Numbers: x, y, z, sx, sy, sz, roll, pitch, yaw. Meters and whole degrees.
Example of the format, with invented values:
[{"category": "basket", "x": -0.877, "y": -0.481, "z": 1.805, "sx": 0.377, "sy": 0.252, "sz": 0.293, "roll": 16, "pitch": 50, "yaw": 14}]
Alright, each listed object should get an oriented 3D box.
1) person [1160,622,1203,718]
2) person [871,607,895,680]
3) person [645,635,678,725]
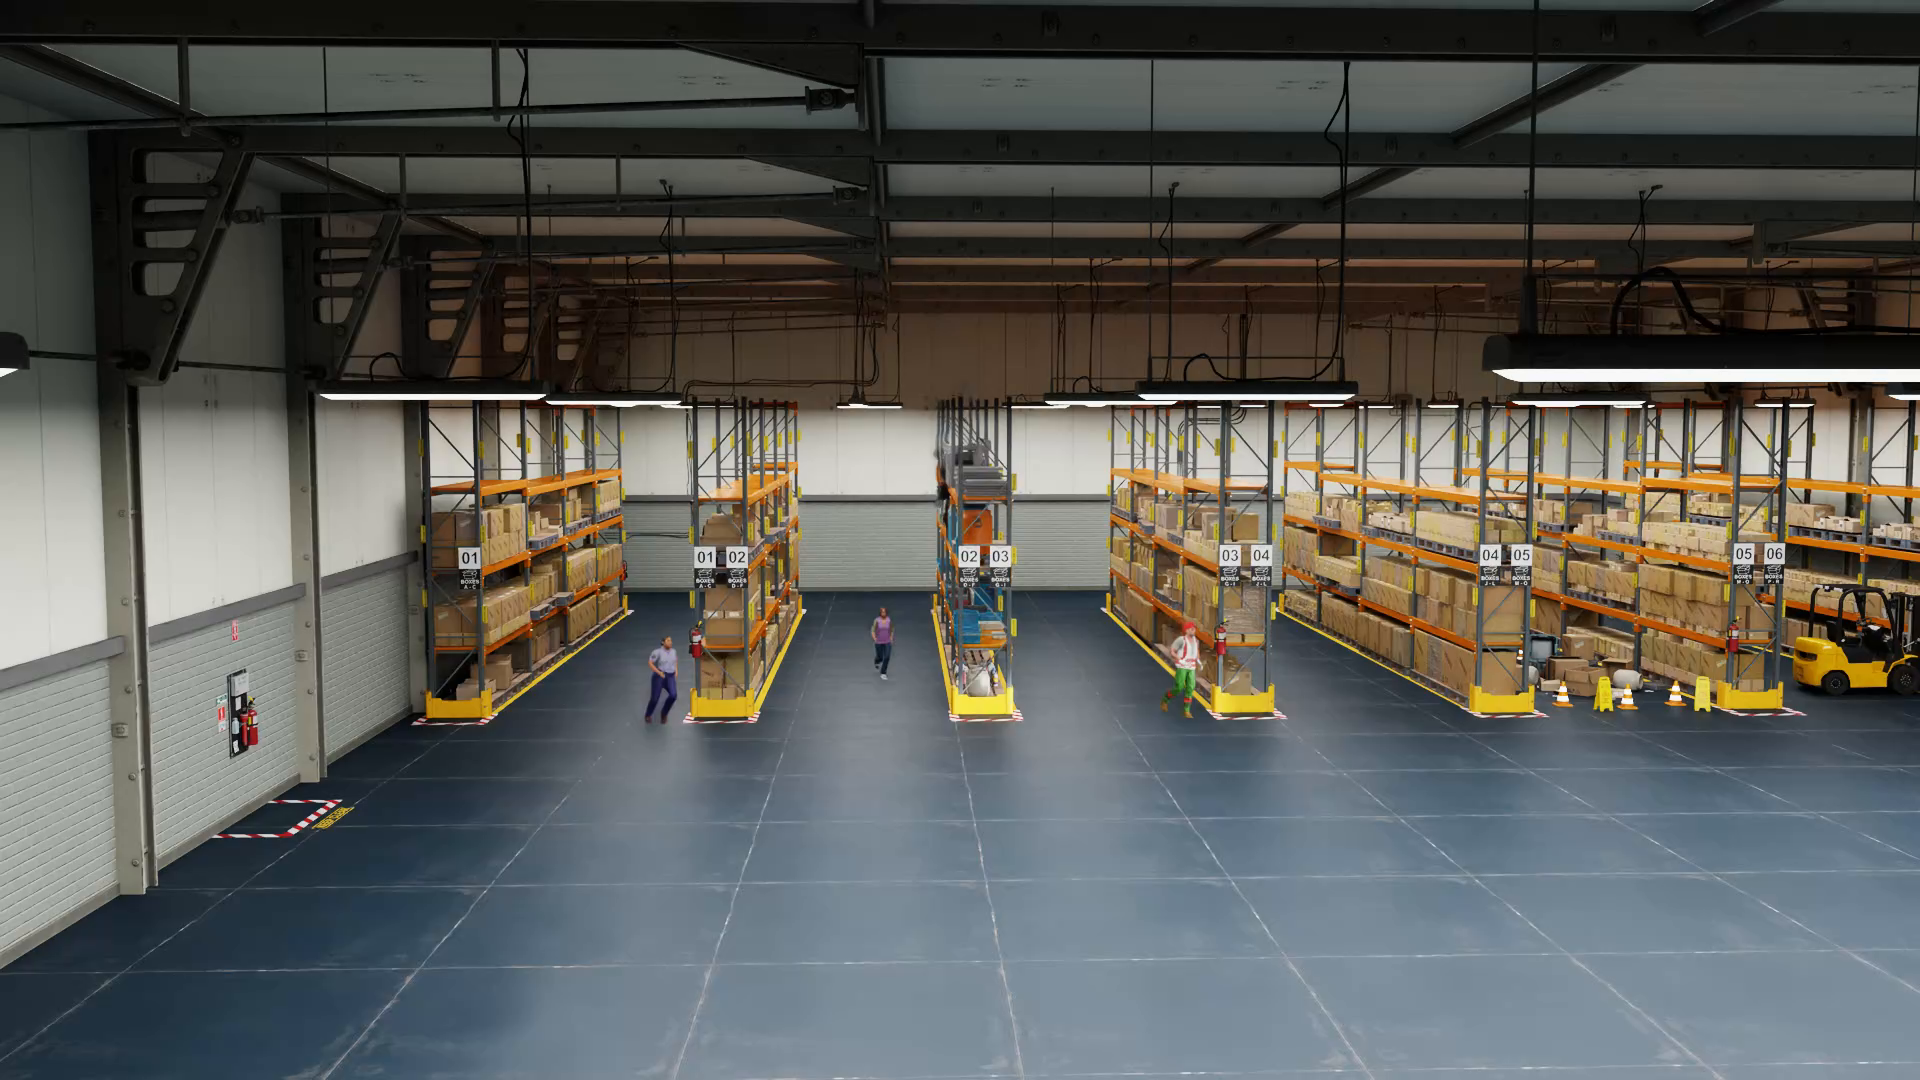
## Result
[{"category": "person", "x": 4.271, "y": 2.420, "z": 31.355, "sx": 0.716, "sy": 1.766, "sz": 0.841, "roll": -3, "pitch": 5, "yaw": -31}, {"category": "person", "x": -1.667, "y": 2.198, "z": 35.726, "sx": 0.522, "sy": 1.554, "sz": 0.598, "roll": -1, "pitch": 5, "yaw": -15}, {"category": "person", "x": -5.429, "y": 2.570, "z": 30.584, "sx": 0.676, "sy": 1.638, "sz": 0.644, "roll": -3, "pitch": 5, "yaw": -35}]
